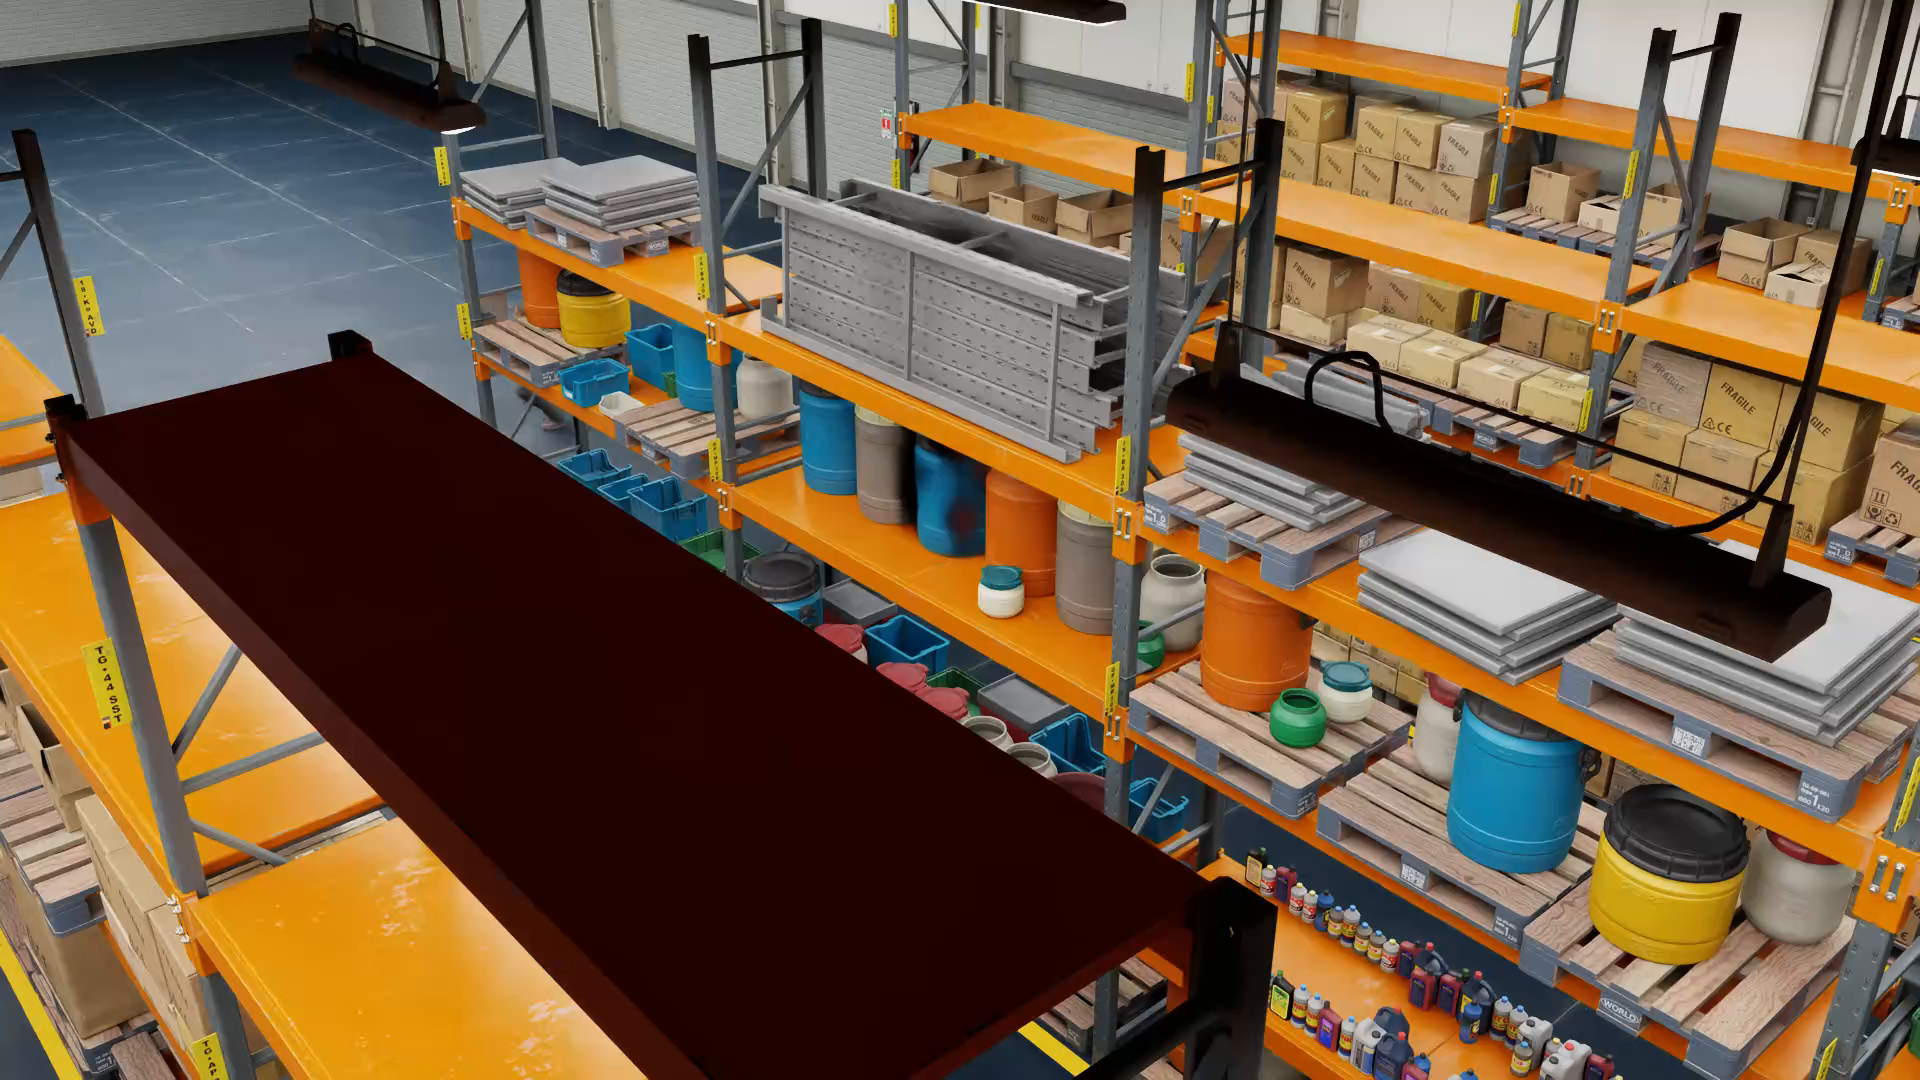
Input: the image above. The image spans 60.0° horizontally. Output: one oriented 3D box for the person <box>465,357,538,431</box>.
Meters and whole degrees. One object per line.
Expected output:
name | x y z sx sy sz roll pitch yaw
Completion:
person | -5.494 -2.017 19.734 0.805 1.653 0.589 -8 28 -16
